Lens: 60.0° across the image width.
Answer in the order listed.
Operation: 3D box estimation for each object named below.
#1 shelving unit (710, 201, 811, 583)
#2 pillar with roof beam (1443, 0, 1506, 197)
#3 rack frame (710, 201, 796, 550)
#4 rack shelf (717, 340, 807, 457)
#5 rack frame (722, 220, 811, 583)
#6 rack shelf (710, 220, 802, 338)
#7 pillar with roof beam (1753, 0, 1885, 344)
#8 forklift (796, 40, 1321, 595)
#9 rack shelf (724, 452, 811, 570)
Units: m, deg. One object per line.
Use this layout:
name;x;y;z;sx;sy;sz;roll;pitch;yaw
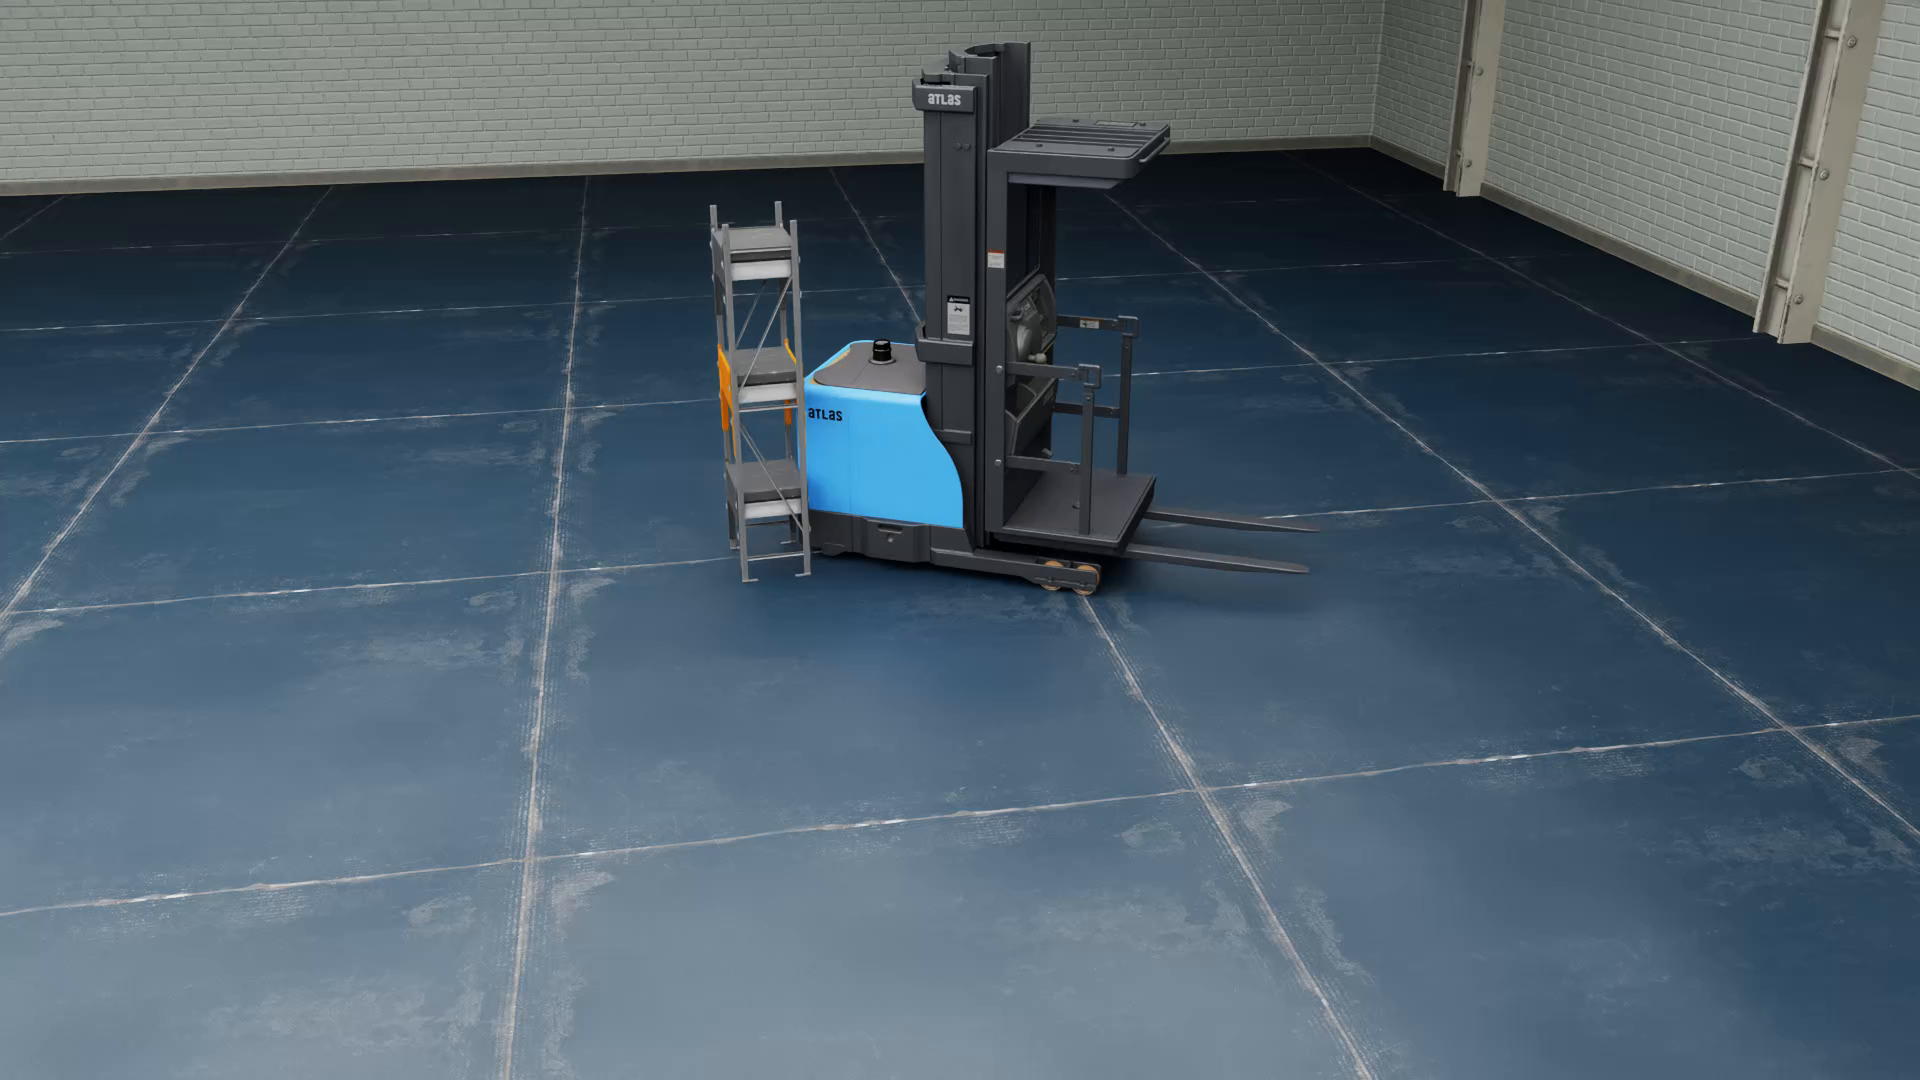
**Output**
shelving unit;-1.137;-0.830;9.526;0.431;2.100;0.503;-6;24;-14
pillar with roof beam;1.705;-7.910;17.118;9.100;9.000;0.400;-4;24;-10
rack frame;-1.201;-0.924;9.742;0.400;2.100;0.015;-6;24;-14
rack shelf;-1.137;-0.817;9.531;0.431;0.518;0.480;-6;24;-14
rack frame;-1.073;-0.735;9.310;0.400;2.100;0.015;-6;24;-14
rack shelf;-1.137;-1.459;9.251;0.431;0.518;0.480;-6;24;-14
pillar with roof beam;2.814;-5.550;11.714;9.100;9.000;0.400;-4;24;-10
forklift;0.600;-1.268;9.490;3.031;2.935;1.130;7;25;16
rack shelf;-1.137;-0.176;9.812;0.431;0.518;0.480;-6;24;-14
